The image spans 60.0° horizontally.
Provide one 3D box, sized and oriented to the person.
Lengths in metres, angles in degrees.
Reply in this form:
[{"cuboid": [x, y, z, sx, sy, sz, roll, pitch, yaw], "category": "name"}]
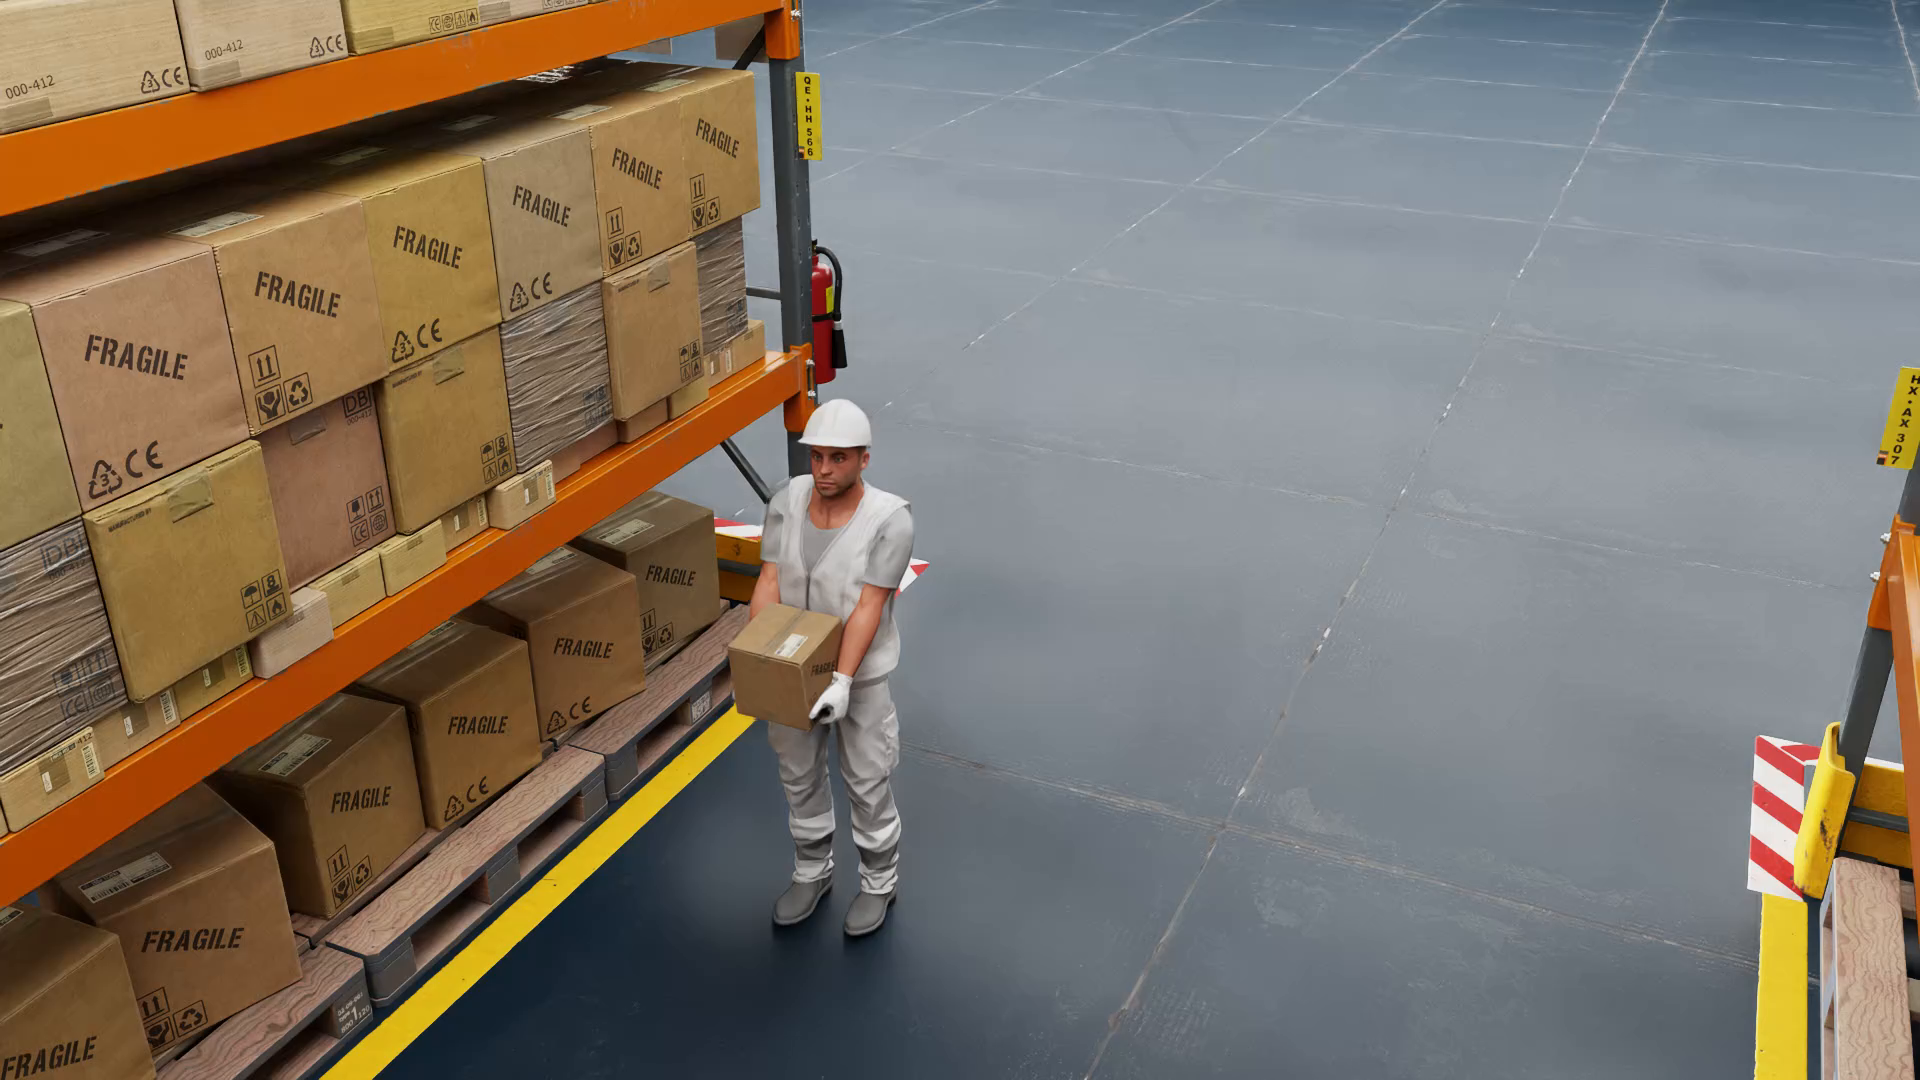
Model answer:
[{"cuboid": [-0.426, 0.450, 5.158, 0.495, 1.786, 0.558, 11, 28, 22], "category": "person"}]
